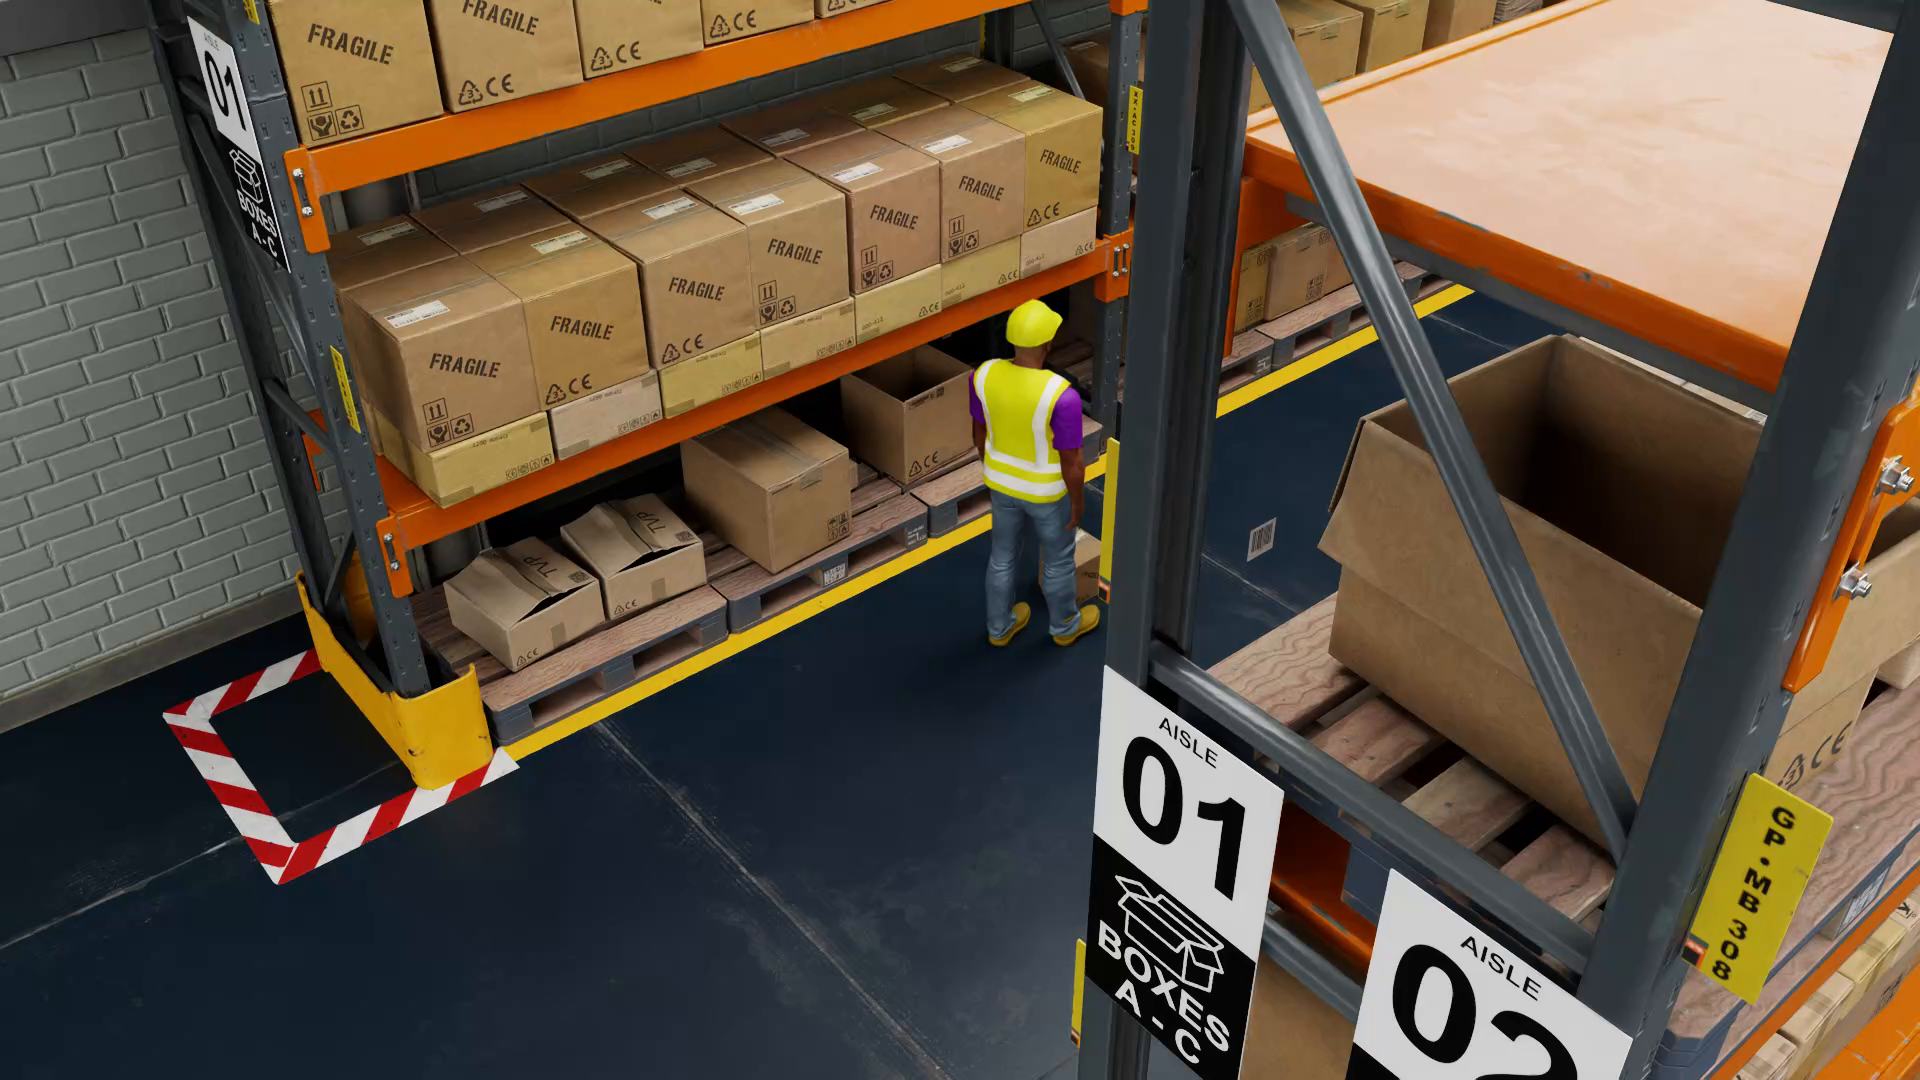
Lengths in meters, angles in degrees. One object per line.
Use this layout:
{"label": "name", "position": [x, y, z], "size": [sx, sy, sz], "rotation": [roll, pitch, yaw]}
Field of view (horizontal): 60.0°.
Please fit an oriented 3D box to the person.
{"label": "person", "position": [0.352, -0.297, 7.464], "size": [0.569, 1.771, 0.496], "rotation": [21, 41, 26]}
